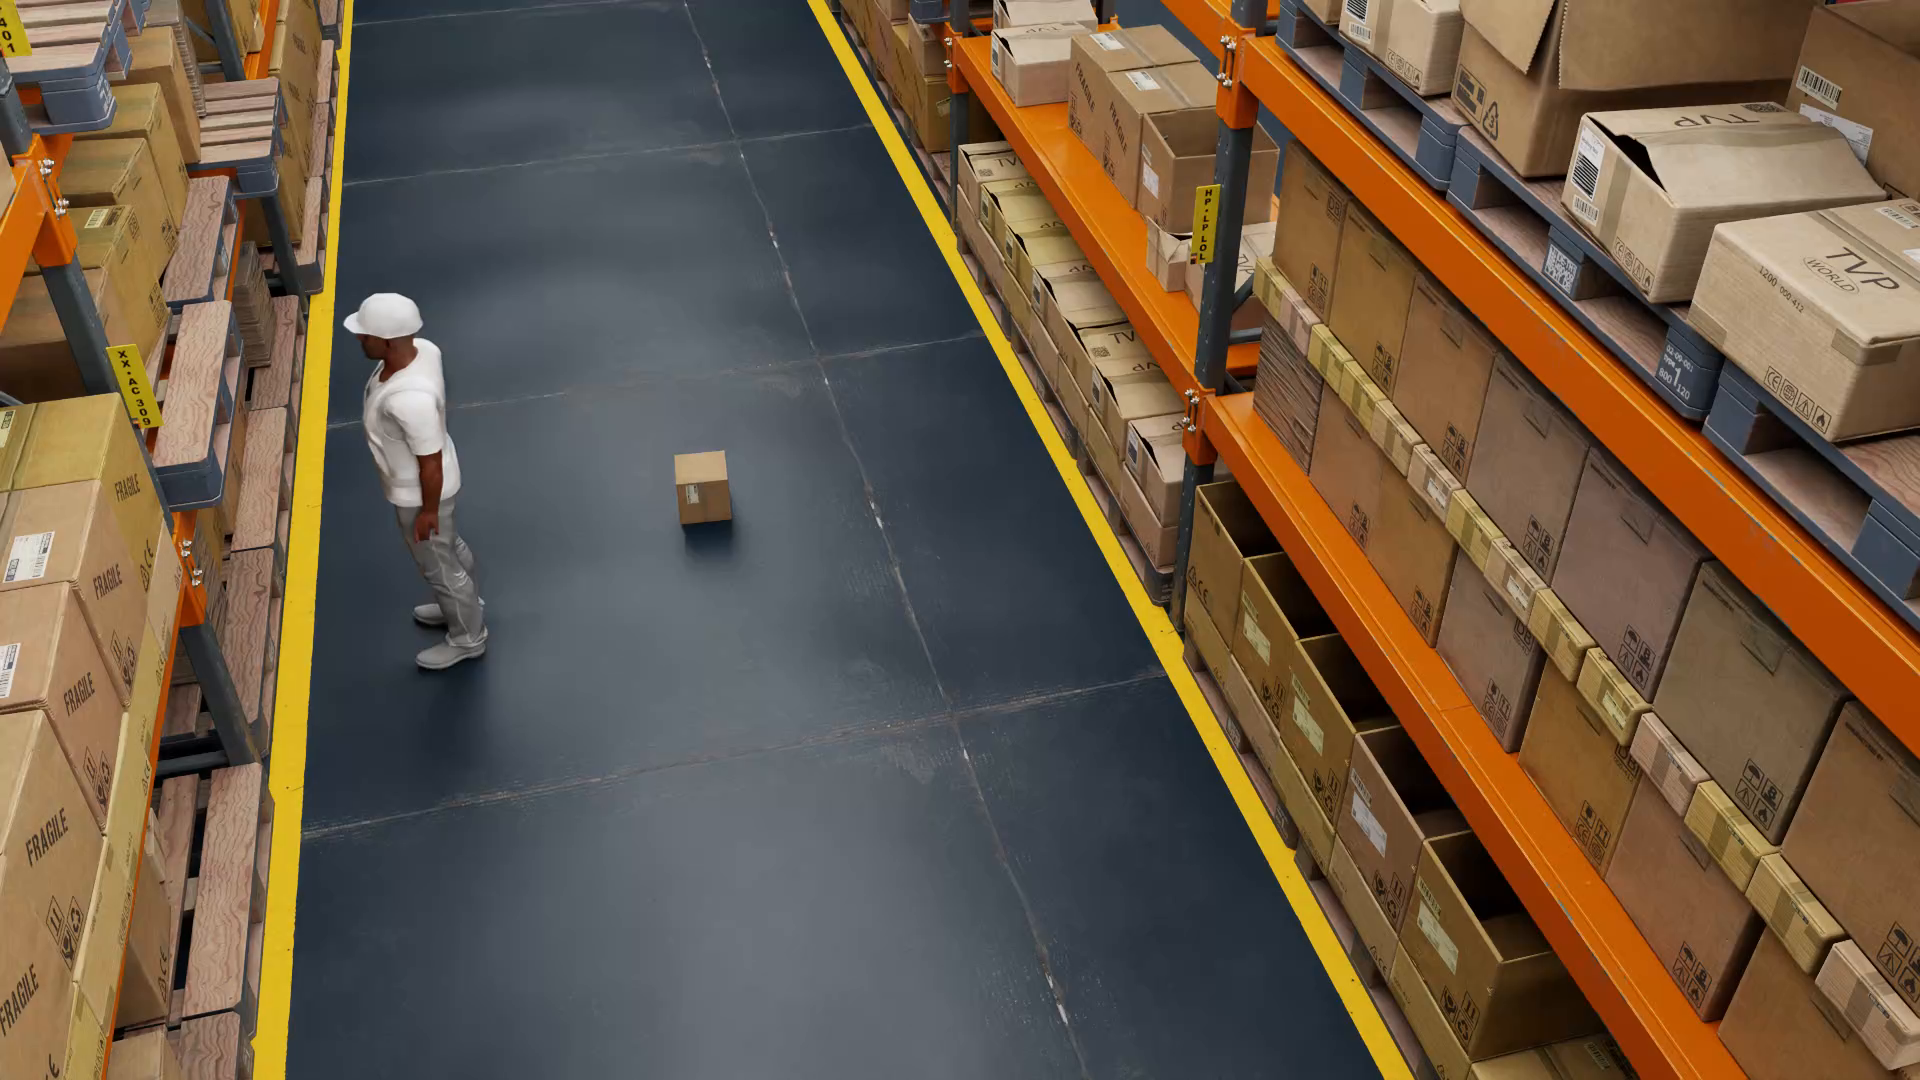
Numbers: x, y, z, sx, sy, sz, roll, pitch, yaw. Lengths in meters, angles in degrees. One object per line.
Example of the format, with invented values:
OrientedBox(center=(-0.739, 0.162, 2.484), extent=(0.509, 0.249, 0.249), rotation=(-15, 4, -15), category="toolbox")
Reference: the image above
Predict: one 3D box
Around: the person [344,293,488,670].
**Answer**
OrientedBox(center=(-2.279, -0.245, 7.006), extent=(0.377, 1.771, 0.569), rotation=(-10, 39, -13), category="person")
